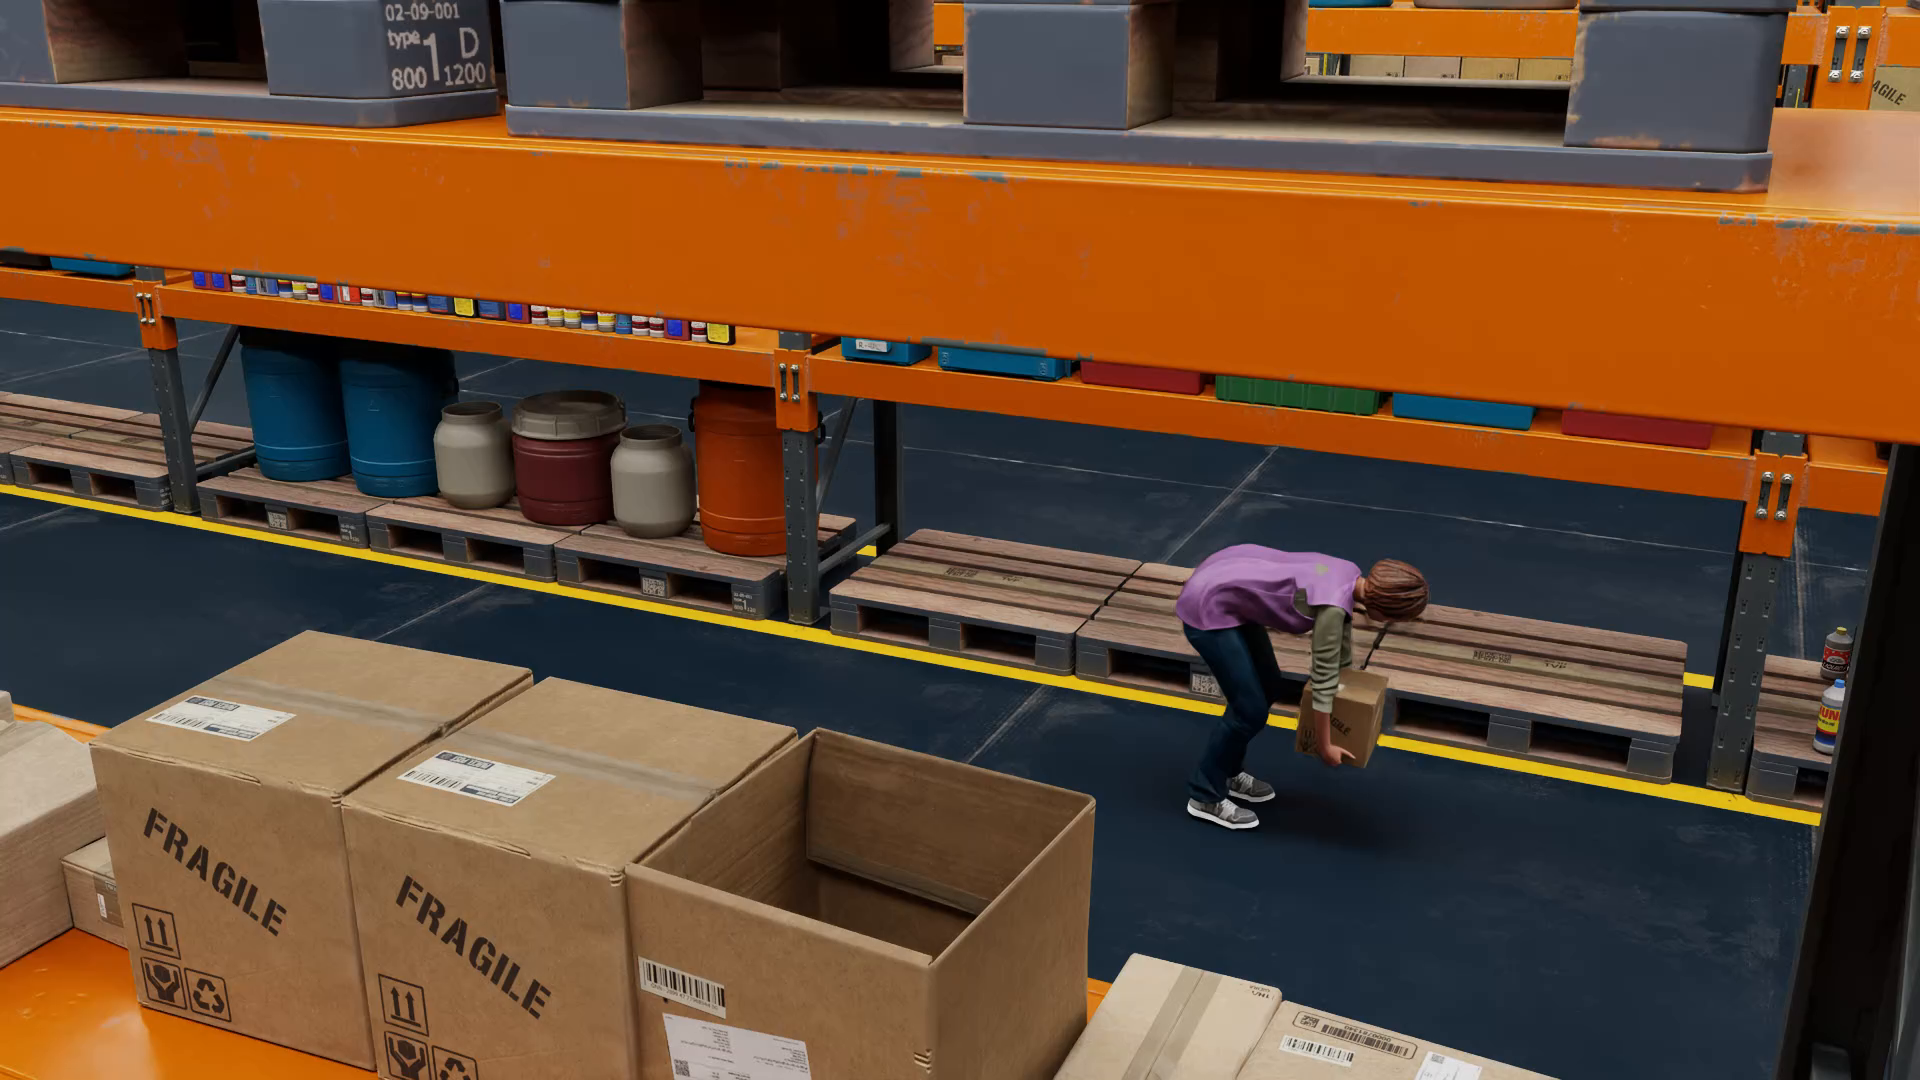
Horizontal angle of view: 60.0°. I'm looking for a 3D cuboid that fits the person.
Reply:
[{"bbox_3d":[1.185,0.526,5.912,0.864,1.051,0.390,8,21,21],"label":"person"}]
